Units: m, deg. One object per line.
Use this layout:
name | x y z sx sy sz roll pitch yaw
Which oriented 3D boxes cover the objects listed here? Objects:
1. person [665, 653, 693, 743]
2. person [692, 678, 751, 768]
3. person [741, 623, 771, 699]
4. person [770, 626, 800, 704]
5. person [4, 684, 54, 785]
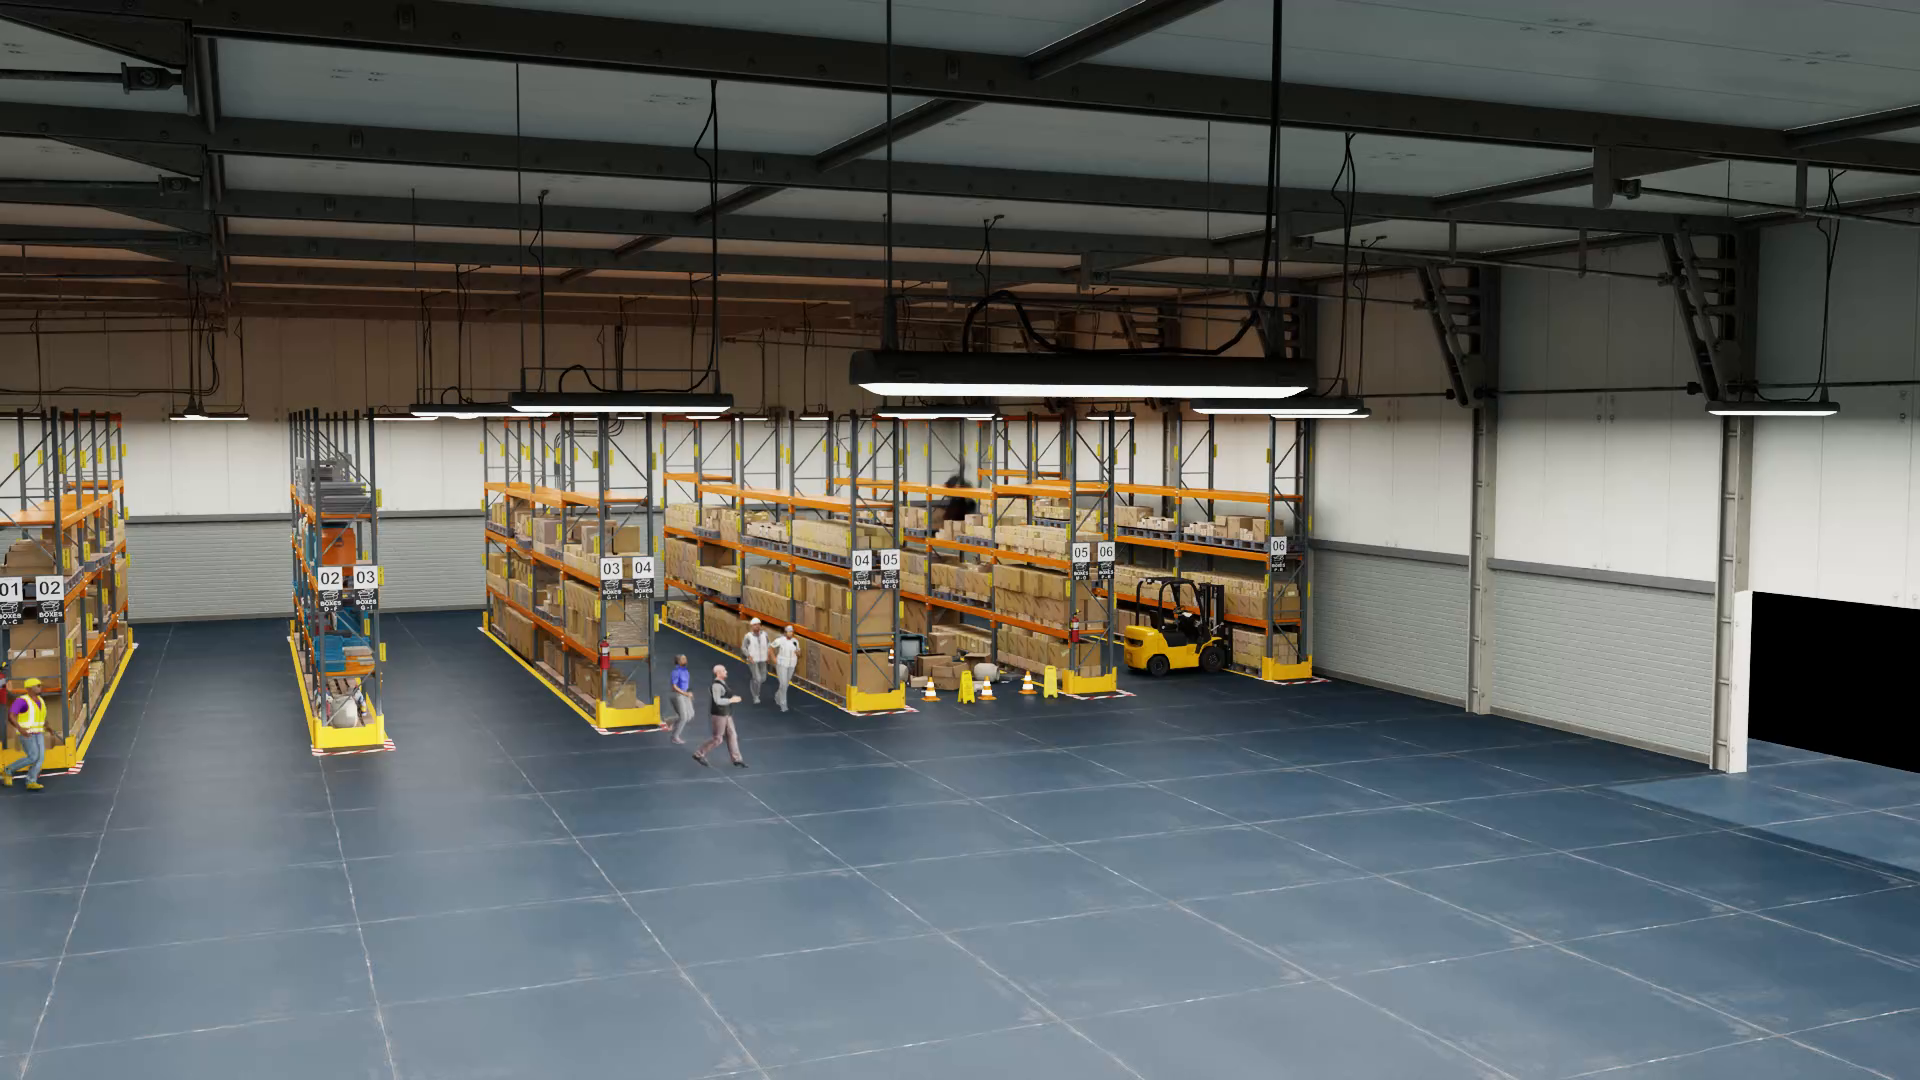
person | -5.029 2.845 29.880 0.629 1.613 0.607 1 4 15
person | -3.937 3.019 27.412 0.949 1.525 0.657 0 4 4
person | -4.194 2.456 34.213 0.668 1.636 0.611 -2 5 -29
person | -3.499 2.488 33.453 0.579 1.539 0.712 -3 5 -34
person | -14.645 3.026 26.193 0.542 1.618 0.736 0 4 6
